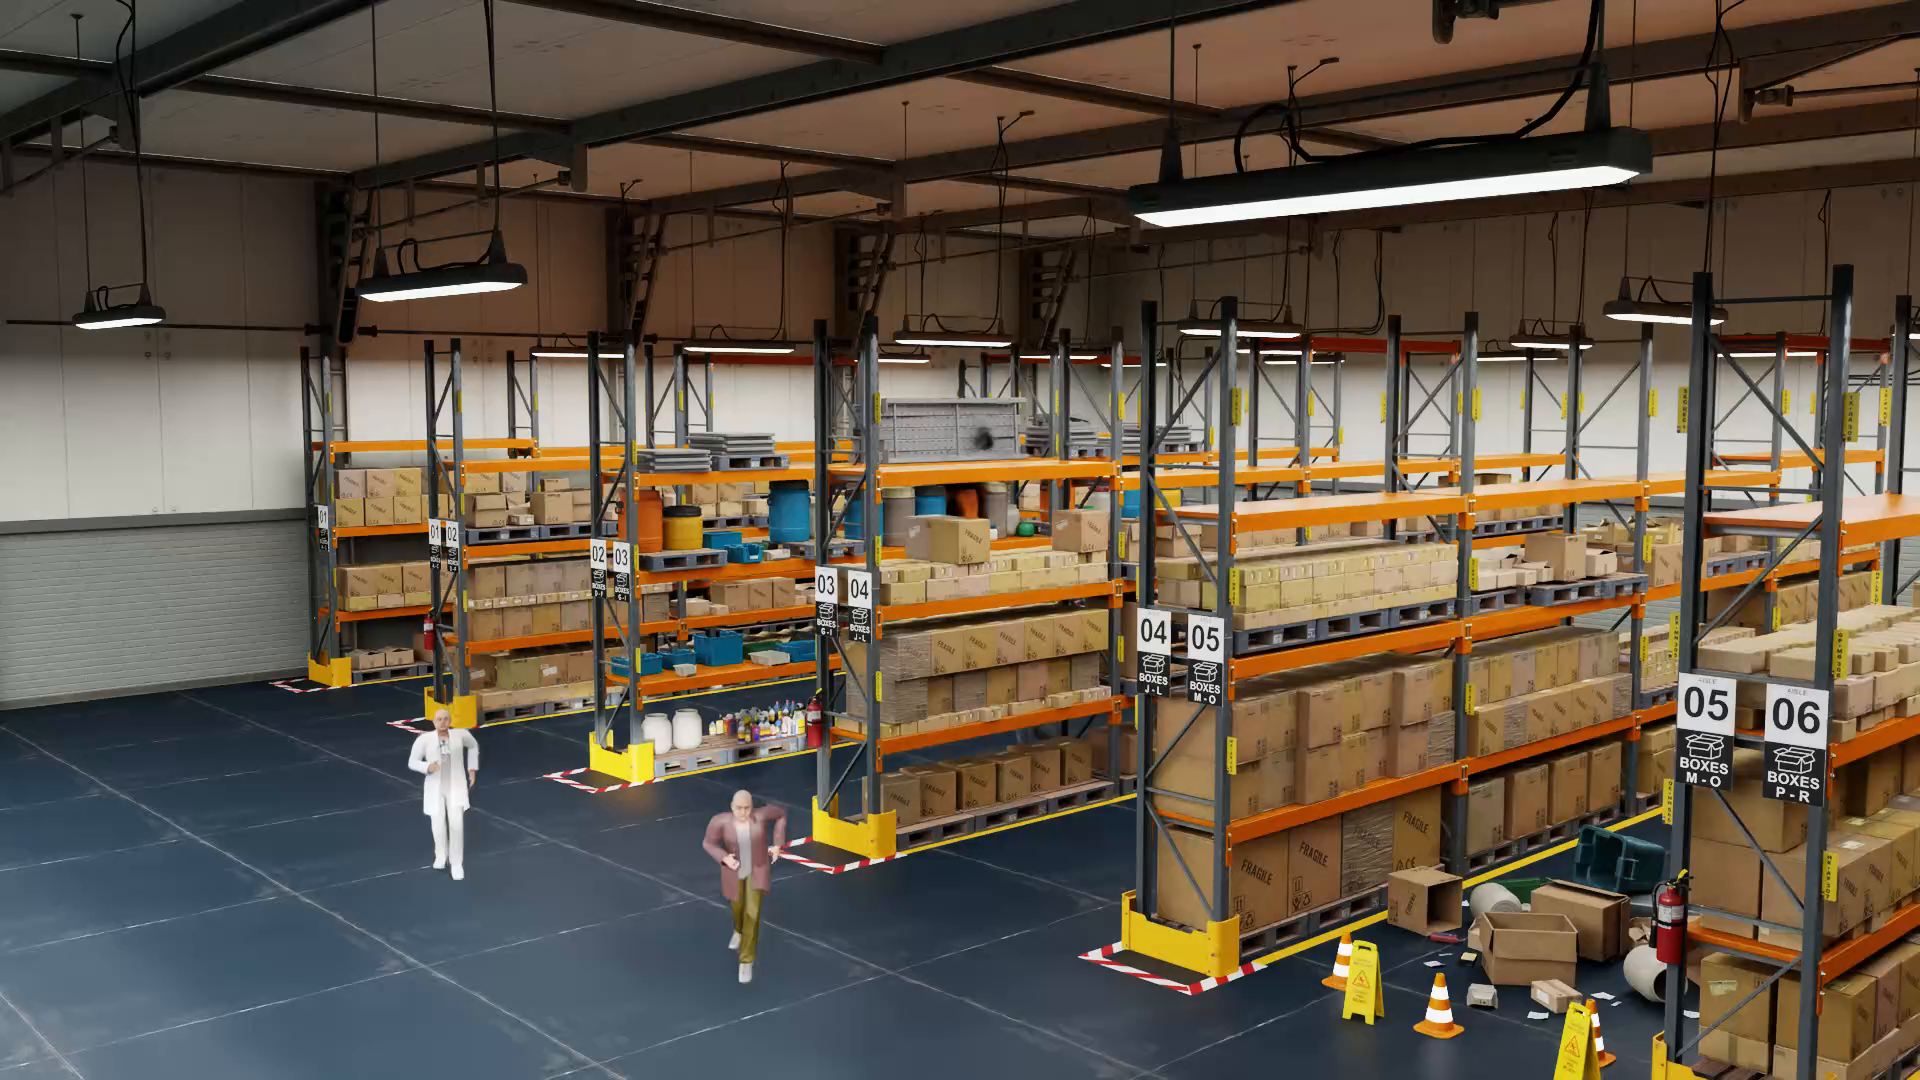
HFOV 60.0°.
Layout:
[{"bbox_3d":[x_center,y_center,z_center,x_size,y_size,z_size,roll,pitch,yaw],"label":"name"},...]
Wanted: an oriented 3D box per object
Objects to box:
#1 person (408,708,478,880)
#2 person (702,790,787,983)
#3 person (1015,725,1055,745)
[{"bbox_3d":[-5.526,2.718,17.823,0.708,1.856,0.840,-1,5,-15],"label":"person"},{"bbox_3d":[-1.939,3.032,15.017,0.754,1.746,1.060,-1,5,-8],"label":"person"},{"bbox_3d":[1.023,2.262,23.123,0.852,1.767,0.689,-4,6,-39],"label":"person"}]
